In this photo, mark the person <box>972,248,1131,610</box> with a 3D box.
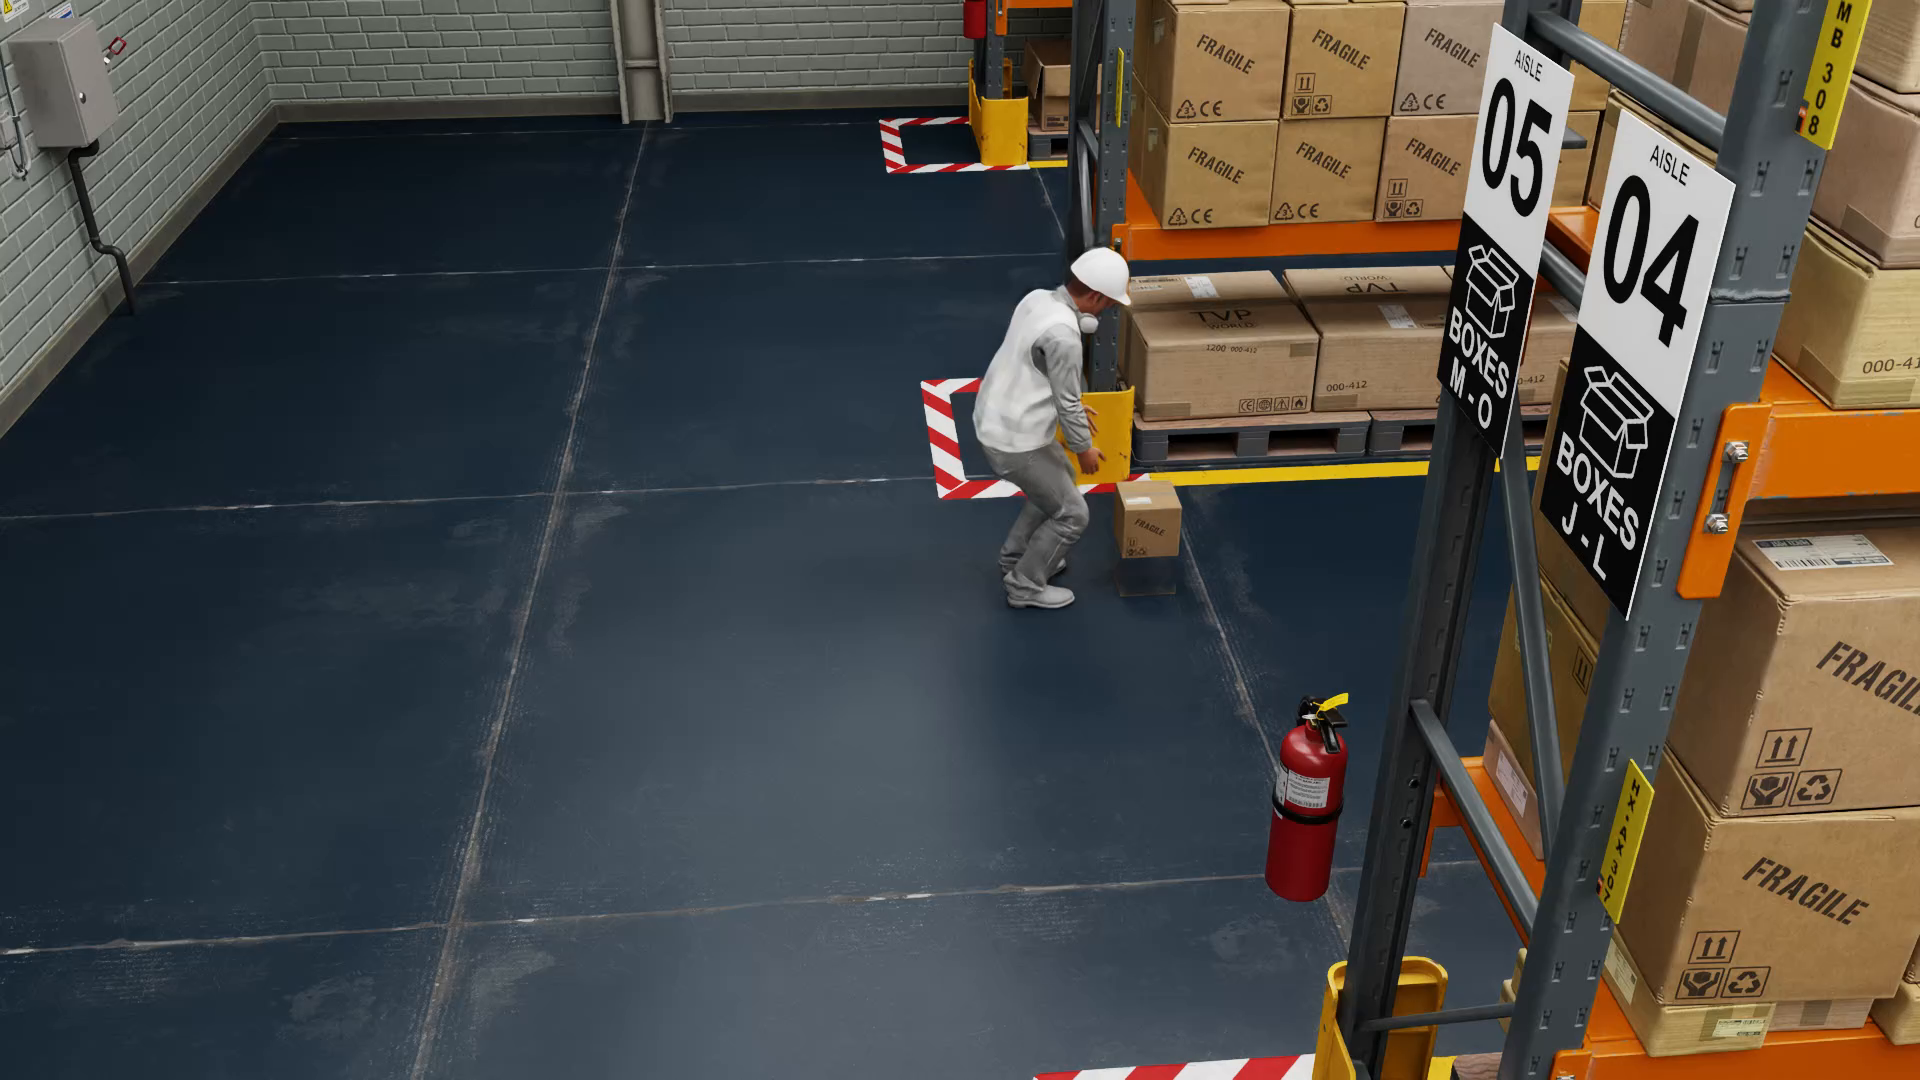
[{"bbox_3d":[0.380,-0.488,7.117,0.649,1.584,0.586,-2,31,-4],"label":"person"}]
